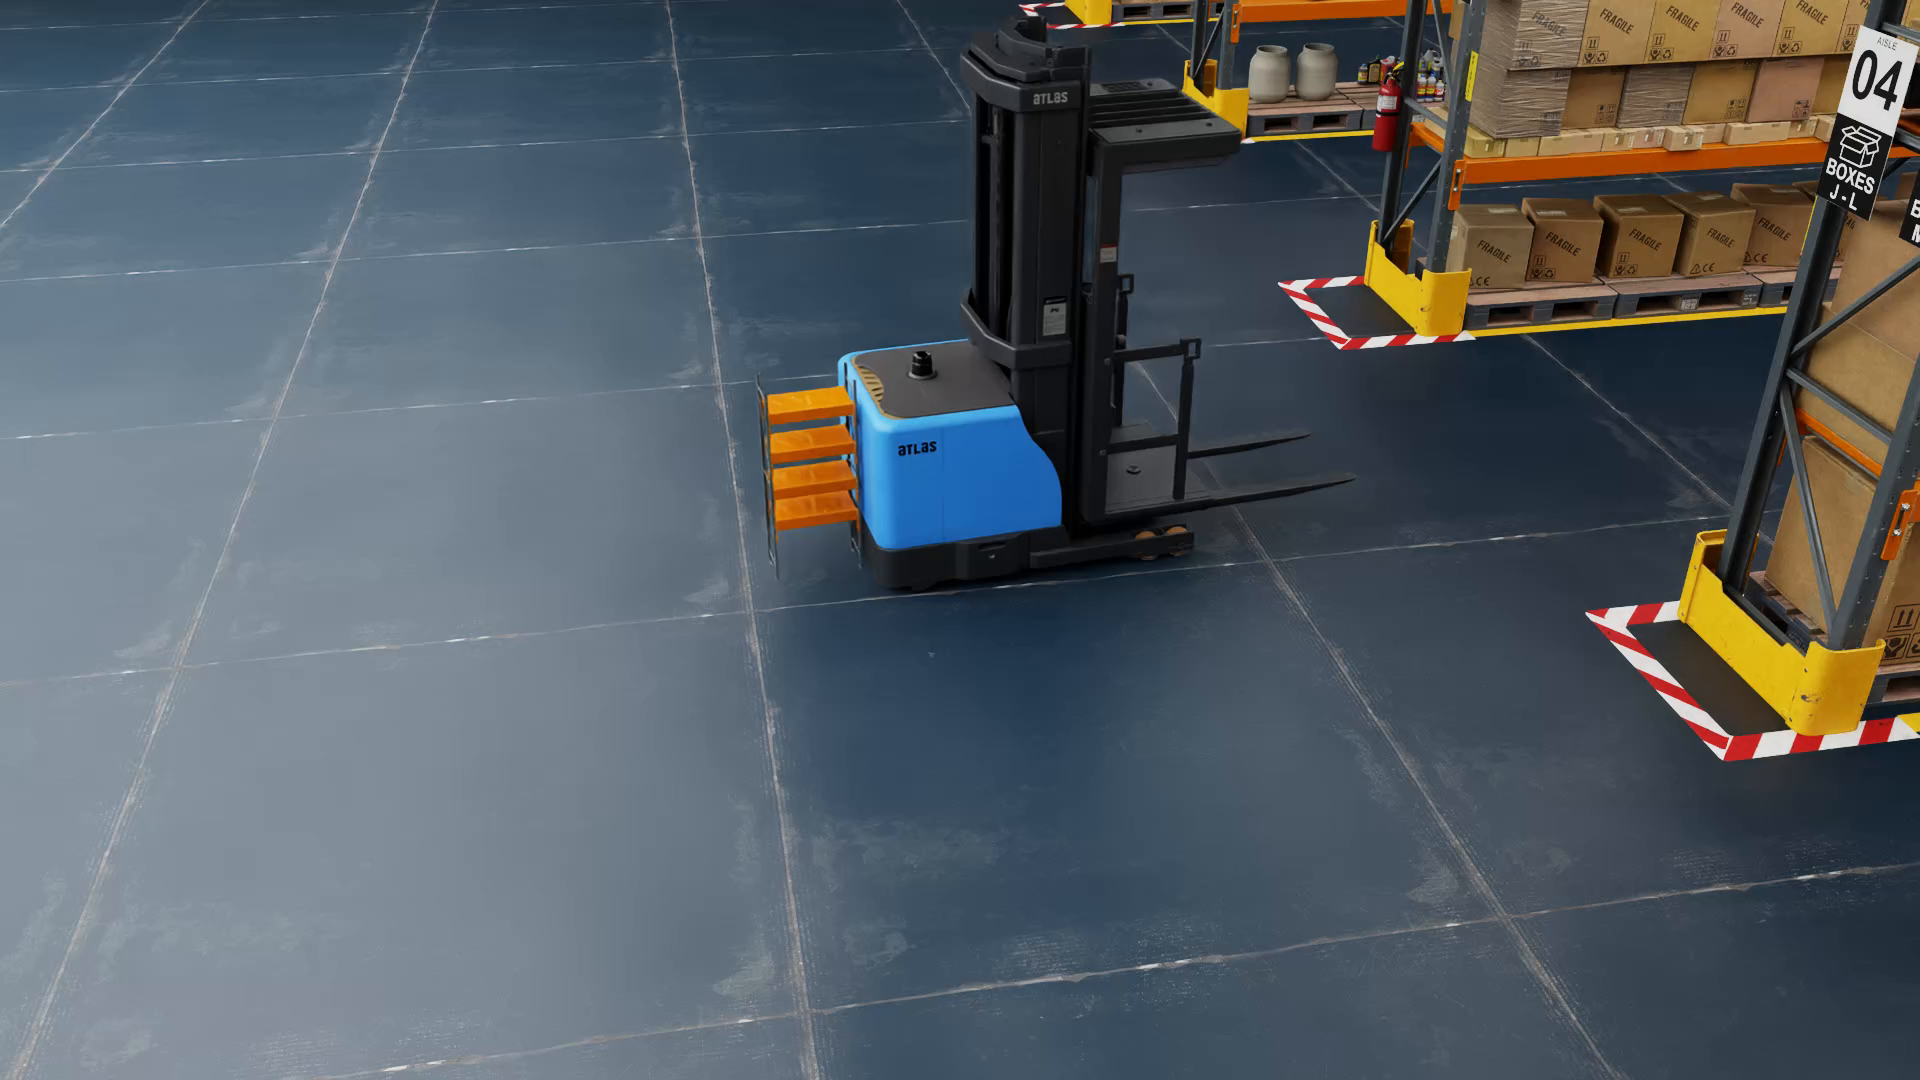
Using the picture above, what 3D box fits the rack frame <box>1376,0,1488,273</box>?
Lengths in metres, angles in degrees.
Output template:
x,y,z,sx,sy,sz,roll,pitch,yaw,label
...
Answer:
x,y,z,sx,sy,sz,roll,pitch,yaw,label
3.441,-3.109,12.192,0.127,3.000,1.000,-5,31,-9,rack frame

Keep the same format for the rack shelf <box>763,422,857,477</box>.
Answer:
x,y,z,sx,sy,sz,roll,pitch,yaw,label
-0.834,-0.504,9.230,0.480,0.148,0.258,-9,32,-14,rack shelf

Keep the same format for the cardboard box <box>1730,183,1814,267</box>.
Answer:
x,y,z,sx,sy,sz,roll,pitch,yaw,label
6.413,-2.505,13.217,0.500,0.500,0.500,4,31,7,cardboard box

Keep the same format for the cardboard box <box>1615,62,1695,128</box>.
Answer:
x,y,z,sx,sy,sz,roll,pitch,yaw,label
4.957,-3.446,12.374,0.500,0.500,0.875,-5,31,-9,cardboard box

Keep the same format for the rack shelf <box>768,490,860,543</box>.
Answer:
x,y,z,sx,sy,sz,roll,pitch,yaw,label
-0.834,-0.140,9.444,0.480,0.148,0.258,-9,32,-14,rack shelf

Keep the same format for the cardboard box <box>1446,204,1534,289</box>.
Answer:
x,y,z,sx,sy,sz,roll,pitch,yaw,label
4.059,-2.261,12.802,0.500,0.500,0.500,0,30,0,cardboard box

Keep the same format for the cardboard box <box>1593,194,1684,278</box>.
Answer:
x,y,z,sx,sy,sz,roll,pitch,yaw,label
5.260,-2.380,13.005,0.500,0.500,0.500,-3,31,-4,cardboard box

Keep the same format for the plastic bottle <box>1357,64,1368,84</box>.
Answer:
x,y,z,sx,sy,sz,roll,pitch,yaw,label
4.277,-4.948,17.646,0.097,0.201,0.097,0,30,0,plastic bottle

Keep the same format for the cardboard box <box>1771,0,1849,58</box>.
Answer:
x,y,z,sx,sy,sz,roll,pitch,yaw,label
5.999,-3.807,12.000,0.500,0.500,0.500,-5,31,-9,cardboard box

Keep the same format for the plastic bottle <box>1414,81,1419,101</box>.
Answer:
x,y,z,sx,sy,sz,roll,pitch,yaw,label
4.615,-4.619,17.006,0.133,0.283,0.061,-5,31,-8,plastic bottle

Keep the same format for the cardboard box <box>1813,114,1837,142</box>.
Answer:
x,y,z,sx,sy,sz,roll,pitch,yaw,label
6.487,-3.110,12.442,0.250,0.149,0.380,-5,31,-9,cardboard box

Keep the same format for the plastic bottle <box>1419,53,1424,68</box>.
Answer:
x,y,z,sx,sy,sz,roll,pitch,yaw,label
4.828,-5.051,17.675,0.185,0.351,0.144,-4,31,-7,plastic bottle

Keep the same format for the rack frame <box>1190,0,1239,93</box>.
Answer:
x,y,z,sx,sy,sz,roll,pitch,yaw,label
2.549,-5.578,16.392,0.127,3.000,1.000,-5,31,-9,rack frame

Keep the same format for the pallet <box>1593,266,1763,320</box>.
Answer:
x,y,z,sx,sy,sz,roll,pitch,yaw,label
5.519,-2.080,13.193,1.213,0.211,1.003,-5,31,-9,pallet

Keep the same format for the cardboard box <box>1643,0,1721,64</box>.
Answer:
x,y,z,sx,sy,sz,roll,pitch,yaw,label
5.016,-3.714,11.843,0.500,0.500,0.500,-5,31,-9,cardboard box

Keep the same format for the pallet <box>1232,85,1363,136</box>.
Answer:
x,y,z,sx,sy,sz,roll,pitch,yaw,label
3.416,-4.478,17.272,1.213,0.211,1.003,-5,31,-9,pallet

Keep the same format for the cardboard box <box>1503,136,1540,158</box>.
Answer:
x,y,z,sx,sy,sz,roll,pitch,yaw,label
4.014,-2.921,12.120,0.250,0.149,0.380,-5,31,-9,cardboard box

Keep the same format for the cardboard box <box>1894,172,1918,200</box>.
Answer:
x,y,z,sx,sy,sz,roll,pitch,yaw,label
7.984,-2.631,13.412,0.500,0.500,0.700,-8,31,-13,cardboard box

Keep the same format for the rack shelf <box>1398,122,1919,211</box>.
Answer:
x,y,z,sx,sy,sz,roll,pitch,yaw,label
5.409,-2.981,12.685,4.000,0.370,1.077,-5,31,-9,rack shelf

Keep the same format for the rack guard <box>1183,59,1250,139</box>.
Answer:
x,y,z,sx,sy,sz,roll,pitch,yaw,label
2.616,-4.531,17.077,0.348,0.500,1.175,-5,31,-9,rack guard

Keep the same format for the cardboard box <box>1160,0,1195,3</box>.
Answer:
x,y,z,sx,sy,sz,roll,pitch,yaw,label
2.720,-7.029,21.158,0.500,0.250,0.500,-5,31,-9,cardboard box

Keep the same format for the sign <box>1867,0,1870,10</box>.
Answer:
x,y,z,sx,sy,sz,roll,pitch,yaw,label
4.151,-2.539,7.468,0.005,0.325,0.100,-5,31,-9,sign

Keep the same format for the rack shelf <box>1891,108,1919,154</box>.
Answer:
x,y,z,sx,sy,sz,roll,pitch,yaw,label
6.203,-1.792,7.703,4.000,0.370,1.077,-5,31,-9,rack shelf

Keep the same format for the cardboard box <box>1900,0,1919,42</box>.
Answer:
x,y,z,sx,sy,sz,roll,pitch,yaw,label
6.983,-3.898,12.156,0.500,0.500,0.500,-5,31,-9,cardboard box

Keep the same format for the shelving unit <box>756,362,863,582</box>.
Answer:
x,y,z,sx,sy,sz,roll,pitch,yaw,label
-0.834,-0.370,9.309,0.503,1.200,0.258,-9,32,-14,shelving unit

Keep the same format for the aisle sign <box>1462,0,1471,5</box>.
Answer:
x,y,z,sx,sy,sz,roll,pitch,yaw,label
3.435,-4.074,11.269,0.004,0.787,0.394,-5,31,-9,aisle sign

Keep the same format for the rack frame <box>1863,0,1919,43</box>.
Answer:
x,y,z,sx,sy,sz,roll,pitch,yaw,label
4.235,-3.213,6.450,0.127,3.000,1.000,-5,31,-9,rack frame

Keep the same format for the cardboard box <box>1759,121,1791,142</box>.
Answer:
x,y,z,sx,sy,sz,roll,pitch,yaw,label
5.979,-3.110,12.442,0.250,0.149,0.380,-5,31,-9,cardboard box

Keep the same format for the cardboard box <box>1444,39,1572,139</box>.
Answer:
x,y,z,sx,sy,sz,roll,pitch,yaw,label
3.987,-3.317,12.153,0.500,0.500,0.875,-5,31,-9,cardboard box

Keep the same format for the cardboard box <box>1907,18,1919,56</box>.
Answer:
x,y,z,sx,sy,sz,roll,pitch,yaw,label
4.501,-2.235,7.481,0.250,0.149,0.380,-5,31,-9,cardboard box

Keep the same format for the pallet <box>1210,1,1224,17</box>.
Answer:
x,y,z,sx,sy,sz,roll,pitch,yaw,label
3.603,-7.047,21.640,1.213,0.211,1.003,-5,31,-9,pallet

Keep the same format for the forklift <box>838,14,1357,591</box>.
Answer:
x,y,z,sx,sy,sz,roll,pitch,yaw,label
0.860,-1.392,9.341,3.031,2.935,1.130,-9,32,-14,forklift

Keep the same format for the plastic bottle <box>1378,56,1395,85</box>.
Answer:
x,y,z,sx,sy,sz,roll,pitch,yaw,label
4.530,-4.989,17.643,0.135,0.276,0.152,-5,31,-9,plastic bottle

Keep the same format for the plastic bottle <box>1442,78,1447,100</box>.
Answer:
x,y,z,sx,sy,sz,roll,pitch,yaw,label
5.024,-4.661,17.089,0.097,0.271,0.097,0,30,0,plastic bottle

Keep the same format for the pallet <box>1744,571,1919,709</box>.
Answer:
x,y,z,sx,sy,sz,roll,pitch,yaw,label
5.008,0.464,8.868,1.213,0.211,1.003,-5,31,-9,pallet

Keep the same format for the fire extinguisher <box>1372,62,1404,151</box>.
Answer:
x,y,z,sx,sy,sz,roll,pitch,yaw,label
3.246,-3.295,12.585,0.183,0.674,0.296,-5,31,-9,fire extinguisher

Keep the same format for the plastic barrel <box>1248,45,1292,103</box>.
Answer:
x,y,z,sx,sy,sz,roll,pitch,yaw,label
3.183,-4.785,17.083,0.421,0.512,0.421,0,30,0,plastic barrel

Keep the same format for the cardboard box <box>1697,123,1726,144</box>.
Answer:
x,y,z,sx,sy,sz,roll,pitch,yaw,label
5.480,-3.085,12.400,0.250,0.149,0.380,-5,31,-9,cardboard box

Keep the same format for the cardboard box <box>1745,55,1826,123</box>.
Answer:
x,y,z,sx,sy,sz,roll,pitch,yaw,label
5.950,-3.511,12.484,0.500,0.500,0.875,-5,31,-9,cardboard box

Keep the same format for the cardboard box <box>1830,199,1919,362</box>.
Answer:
x,y,z,sx,sy,sz,roll,pitch,yaw,label
4.607,-1.171,7.684,0.550,0.550,0.875,-5,31,-9,cardboard box

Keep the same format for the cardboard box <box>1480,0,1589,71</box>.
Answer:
x,y,z,sx,sy,sz,roll,pitch,yaw,label
4.032,-3.625,11.692,0.500,0.500,0.500,-5,31,-9,cardboard box

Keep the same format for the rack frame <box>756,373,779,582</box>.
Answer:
x,y,z,sx,sy,sz,roll,pitch,yaw,label
-1.068,-0.335,9.250,0.015,1.200,0.240,-9,32,-14,rack frame

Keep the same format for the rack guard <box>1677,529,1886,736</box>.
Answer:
x,y,z,sx,sy,sz,roll,pitch,yaw,label
4.212,0.453,8.601,0.348,0.500,1.175,-5,31,-9,rack guard

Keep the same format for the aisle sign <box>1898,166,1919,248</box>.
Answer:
x,y,z,sx,sy,sz,roll,pitch,yaw,label
4.220,-1.591,7.046,0.004,0.787,0.394,-5,31,-9,aisle sign

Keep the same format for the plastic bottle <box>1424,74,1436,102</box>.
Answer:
x,y,z,sx,sy,sz,roll,pitch,yaw,label
4.824,-4.642,17.058,0.097,0.271,0.097,0,30,0,plastic bottle

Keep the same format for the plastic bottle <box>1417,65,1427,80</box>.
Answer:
x,y,z,sx,sy,sz,roll,pitch,yaw,label
4.893,-4.931,17.617,0.097,0.201,0.097,0,30,0,plastic bottle

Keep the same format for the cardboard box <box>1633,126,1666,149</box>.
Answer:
x,y,z,sx,sy,sz,roll,pitch,yaw,label
4.993,-3.025,12.298,0.250,0.149,0.380,-5,31,-9,cardboard box

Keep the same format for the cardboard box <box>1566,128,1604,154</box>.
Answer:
x,y,z,sx,sy,sz,roll,pitch,yaw,label
4.505,-2.969,12.203,0.250,0.149,0.380,-5,31,-9,cardboard box
